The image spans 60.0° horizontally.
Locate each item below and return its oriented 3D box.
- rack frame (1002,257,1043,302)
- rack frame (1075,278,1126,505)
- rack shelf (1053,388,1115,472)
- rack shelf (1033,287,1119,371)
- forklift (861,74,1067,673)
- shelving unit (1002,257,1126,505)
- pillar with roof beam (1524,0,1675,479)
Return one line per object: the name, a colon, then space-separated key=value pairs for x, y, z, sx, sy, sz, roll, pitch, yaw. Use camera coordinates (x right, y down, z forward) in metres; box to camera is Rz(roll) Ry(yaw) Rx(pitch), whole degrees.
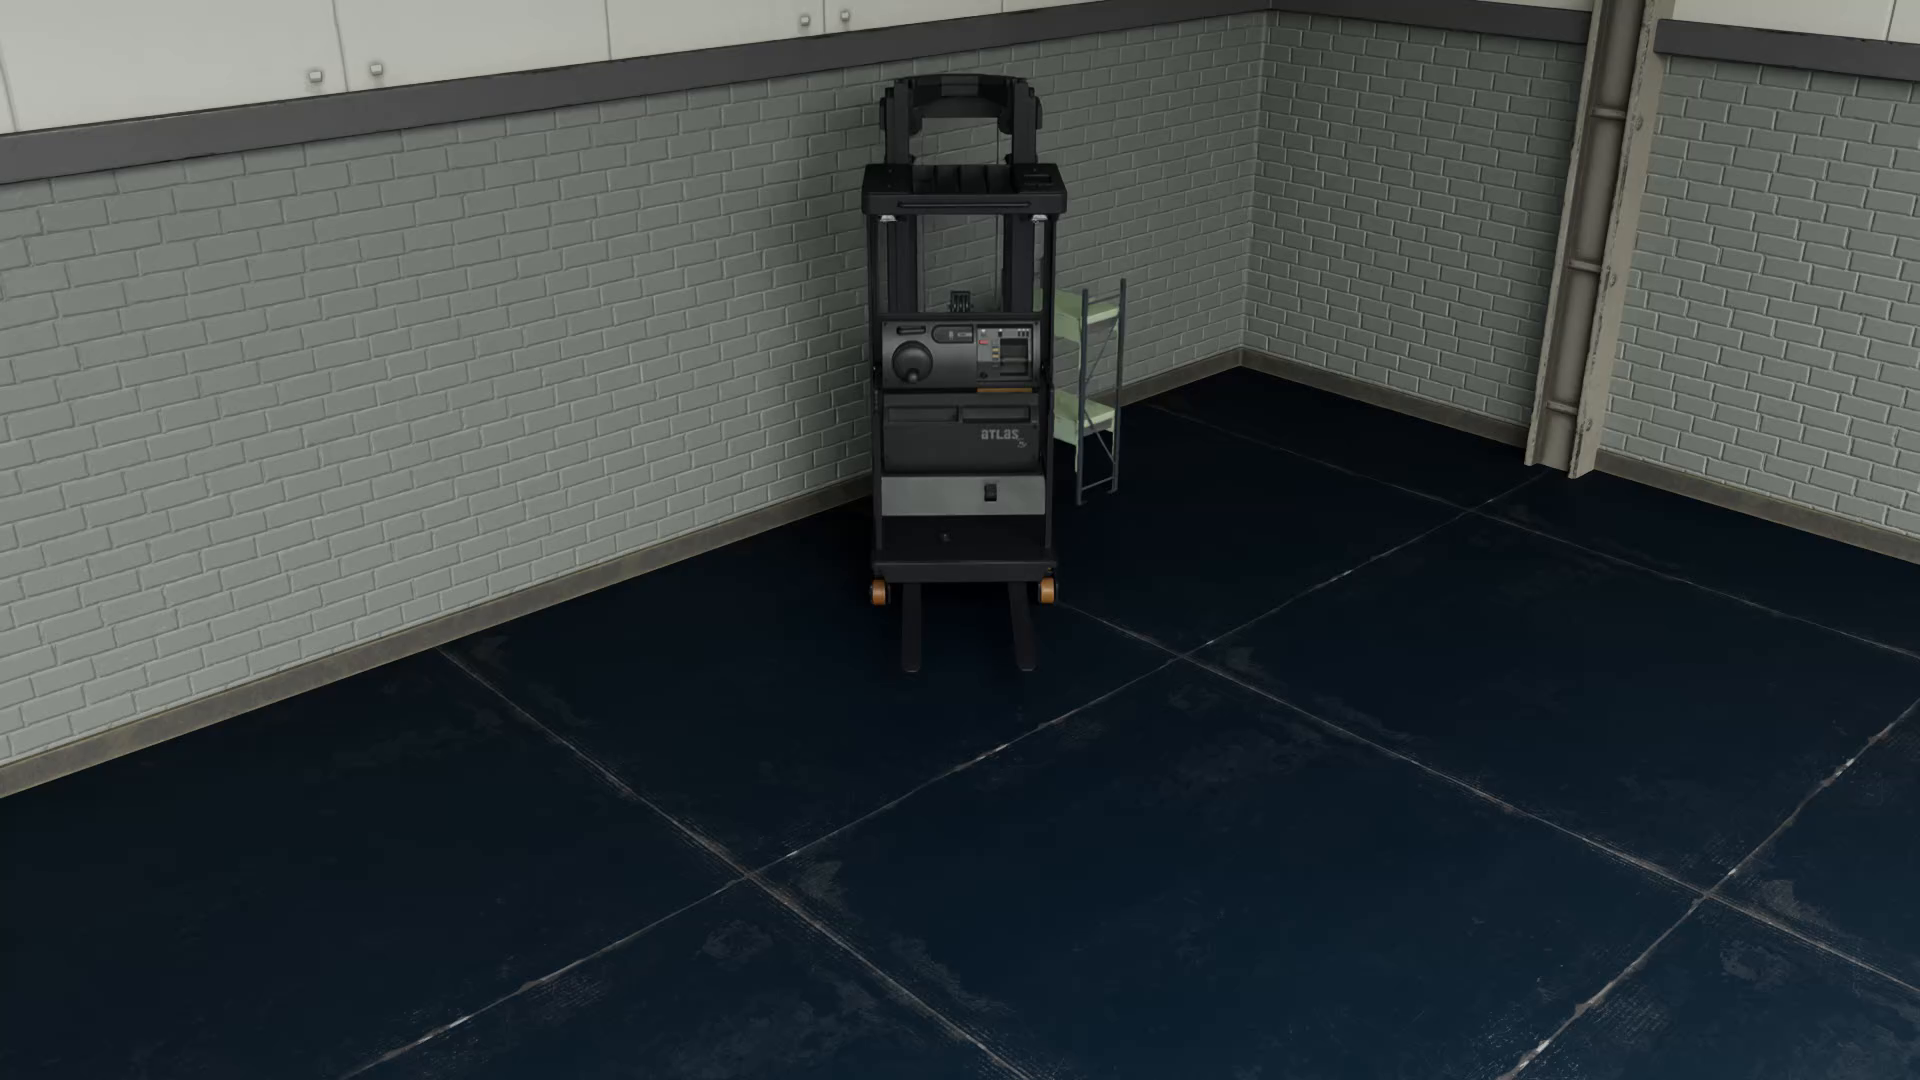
rack frame: x=0.436 y=-1.197 z=11.567 sx=0.400 sy=1.500 sz=0.023 roll=-21 pitch=32 yaw=-39
rack frame: x=0.937 y=-0.976 z=11.081 sx=0.400 sy=1.500 sz=0.023 roll=-21 pitch=32 yaw=-39
rack shelf: x=0.686 y=-0.790 z=11.459 sx=0.431 sy=0.370 sz=0.720 roll=-21 pitch=32 yaw=-39
rack shelf: x=0.687 y=-1.442 z=11.162 sx=0.431 sy=0.370 sz=0.720 roll=-21 pitch=32 yaw=-39
forklift: x=0.014 y=-1.073 z=9.571 sx=1.130 sy=2.935 sz=3.031 roll=-1 pitch=25 yaw=-1
shelving unit: x=0.686 y=-1.086 z=11.324 sx=0.431 sy=1.500 sz=0.755 roll=-21 pitch=32 yaw=-39
pillar with roof beam: x=1.153 y=-3.405 z=7.372 sx=9.100 sy=9.000 sz=0.400 roll=-21 pitch=32 yaw=-38
